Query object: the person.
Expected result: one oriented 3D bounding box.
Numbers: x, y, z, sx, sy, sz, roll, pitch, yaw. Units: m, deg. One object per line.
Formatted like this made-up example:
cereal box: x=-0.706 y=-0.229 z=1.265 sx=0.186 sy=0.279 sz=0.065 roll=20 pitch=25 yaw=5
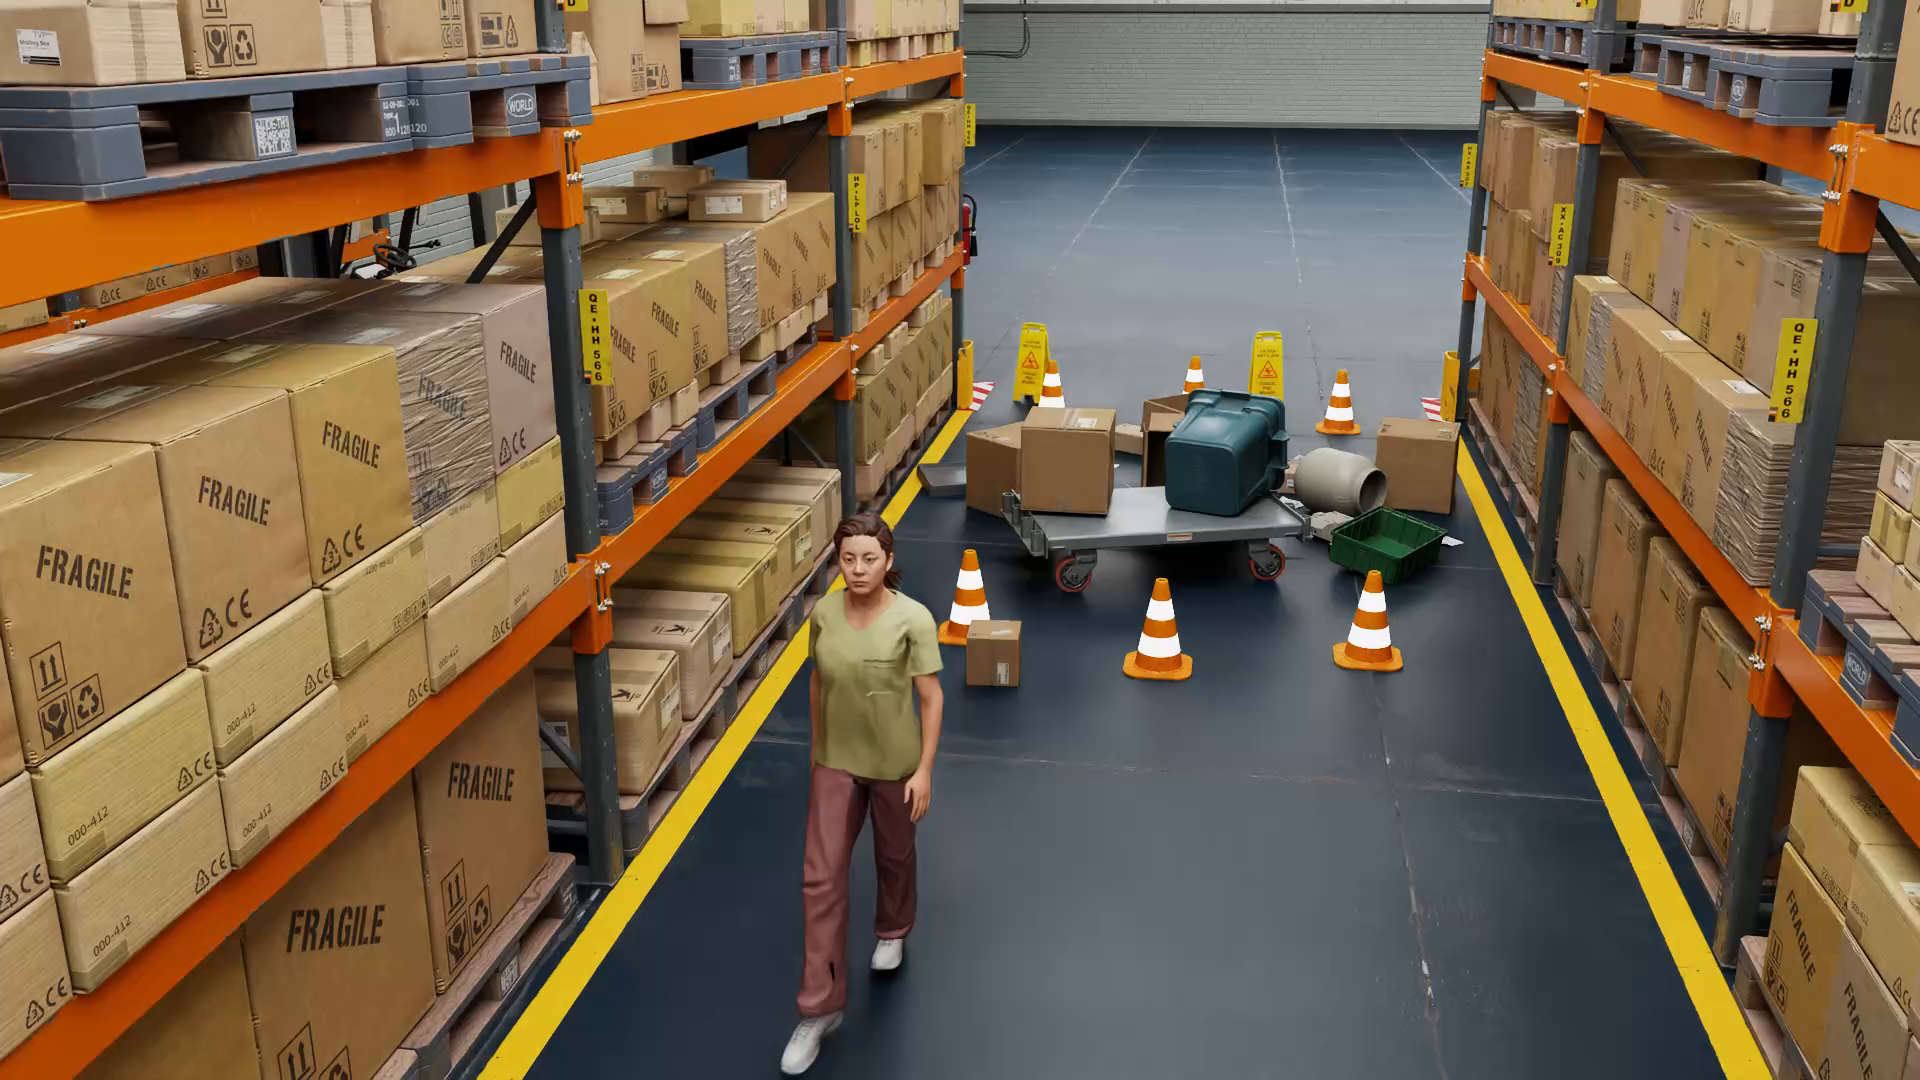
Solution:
person: x=-0.300 y=0.868 z=5.284 sx=0.478 sy=1.404 sz=0.861 roll=3 pitch=18 yaw=10
